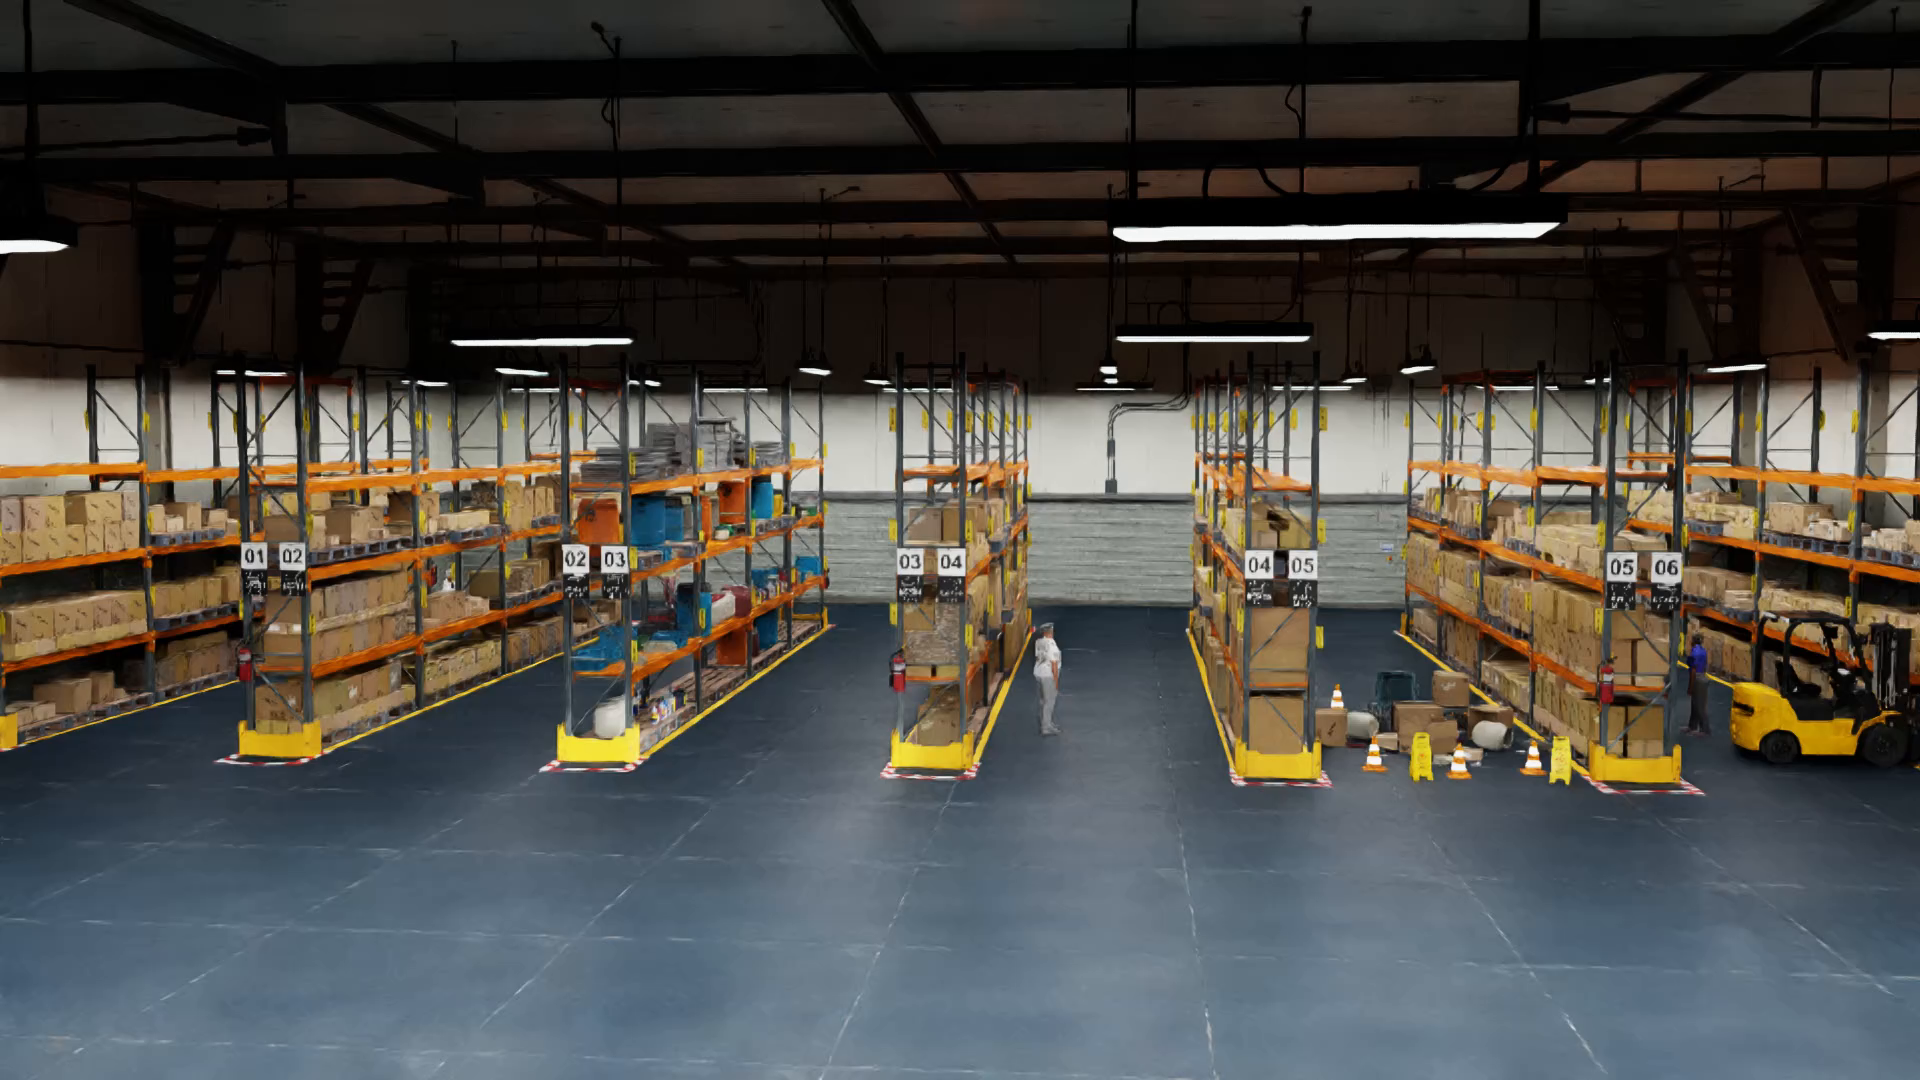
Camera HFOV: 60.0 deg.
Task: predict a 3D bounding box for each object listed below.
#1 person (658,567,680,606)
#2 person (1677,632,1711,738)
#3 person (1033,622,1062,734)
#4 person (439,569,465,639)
[{"bbox_3d":[-7.916,0.973,45.257,0.591,1.634,0.687,0,4,-3],"label":"person"},{"bbox_3d":[11.720,2.280,26.495,0.551,1.653,0.574,3,5,37],"label":"person"},{"bbox_3d":[1.442,2.209,26.805,0.475,1.762,0.595,-2,4,-25],"label":"person"},{"bbox_3d":[-11.720,1.464,38.441,0.493,1.606,0.991,0,4,4],"label":"person"}]
